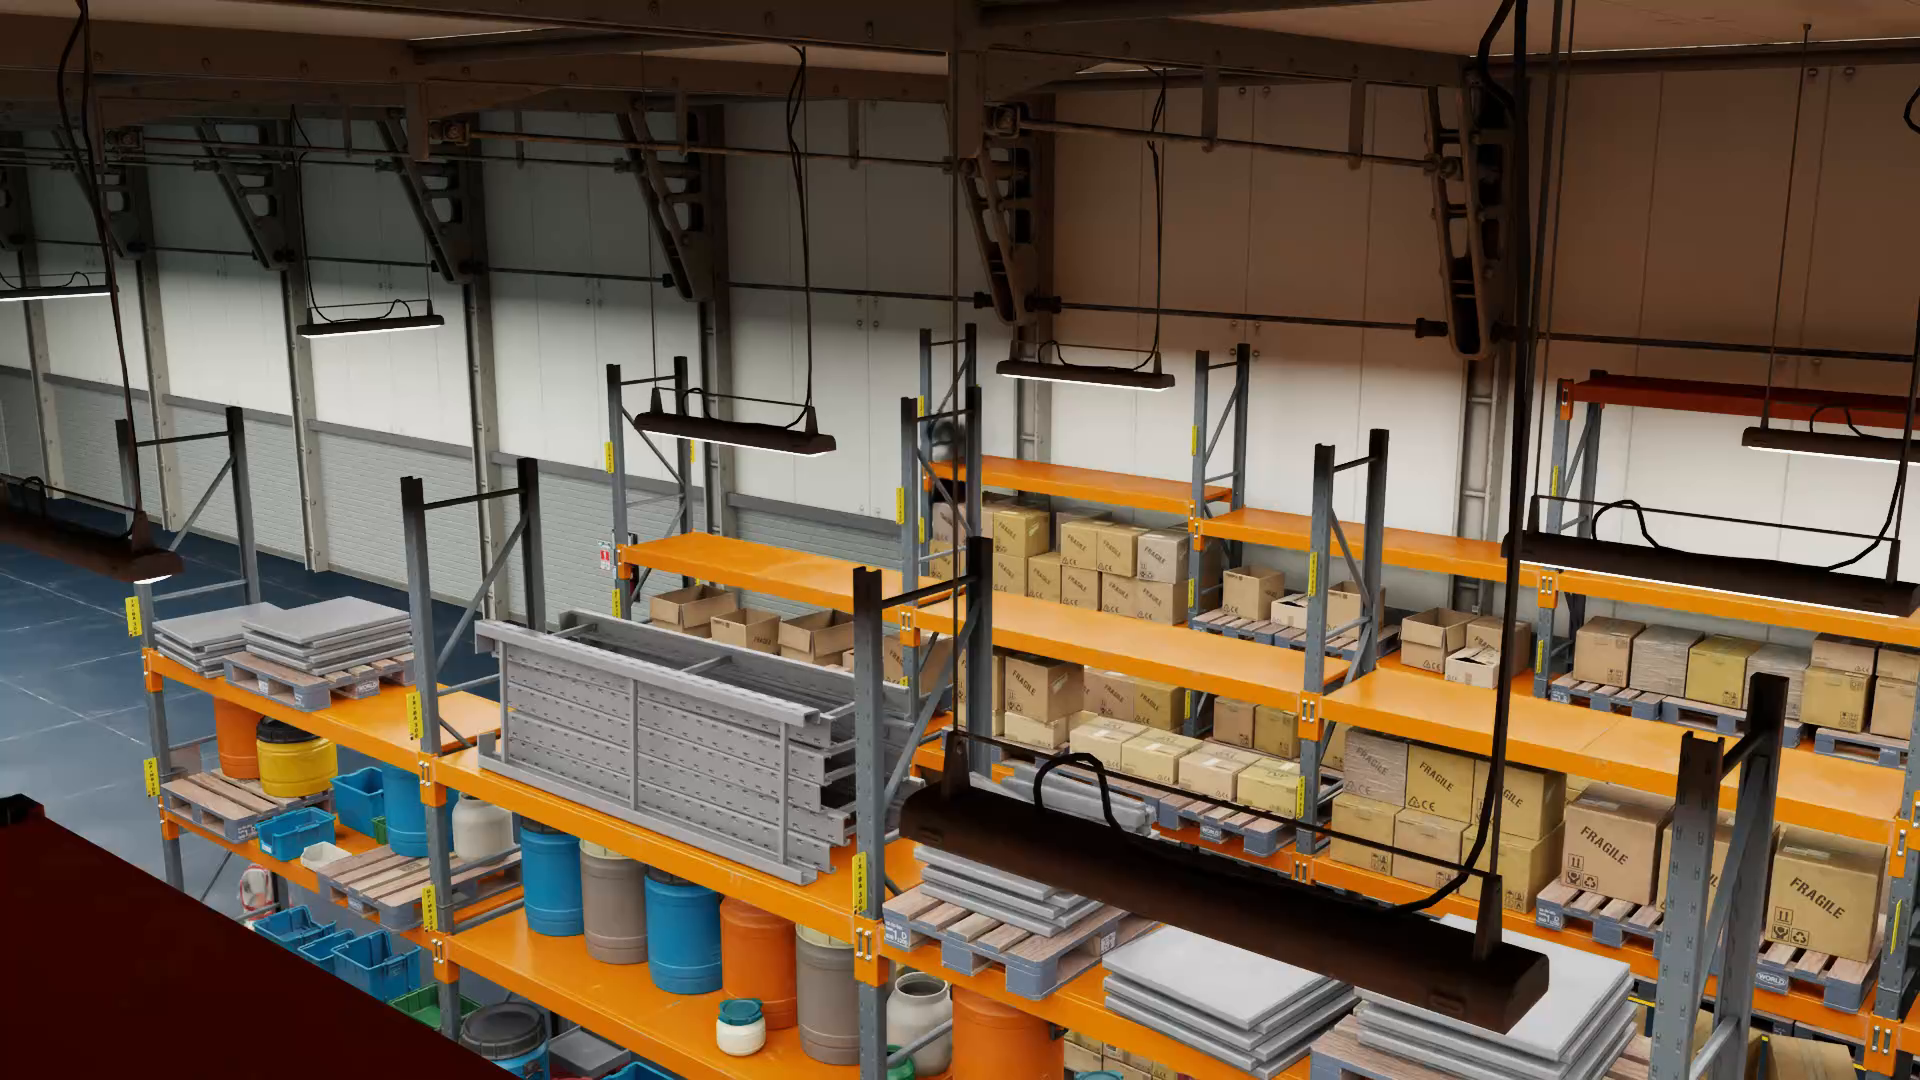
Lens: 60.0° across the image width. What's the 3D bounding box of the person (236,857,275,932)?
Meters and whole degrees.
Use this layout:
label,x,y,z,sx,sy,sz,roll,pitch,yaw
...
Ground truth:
label,x,y,z,sx,sy,sz,roll,pitch,yaw
person,-6.793,3.649,16.072,0.708,1.787,0.735,2,13,8
